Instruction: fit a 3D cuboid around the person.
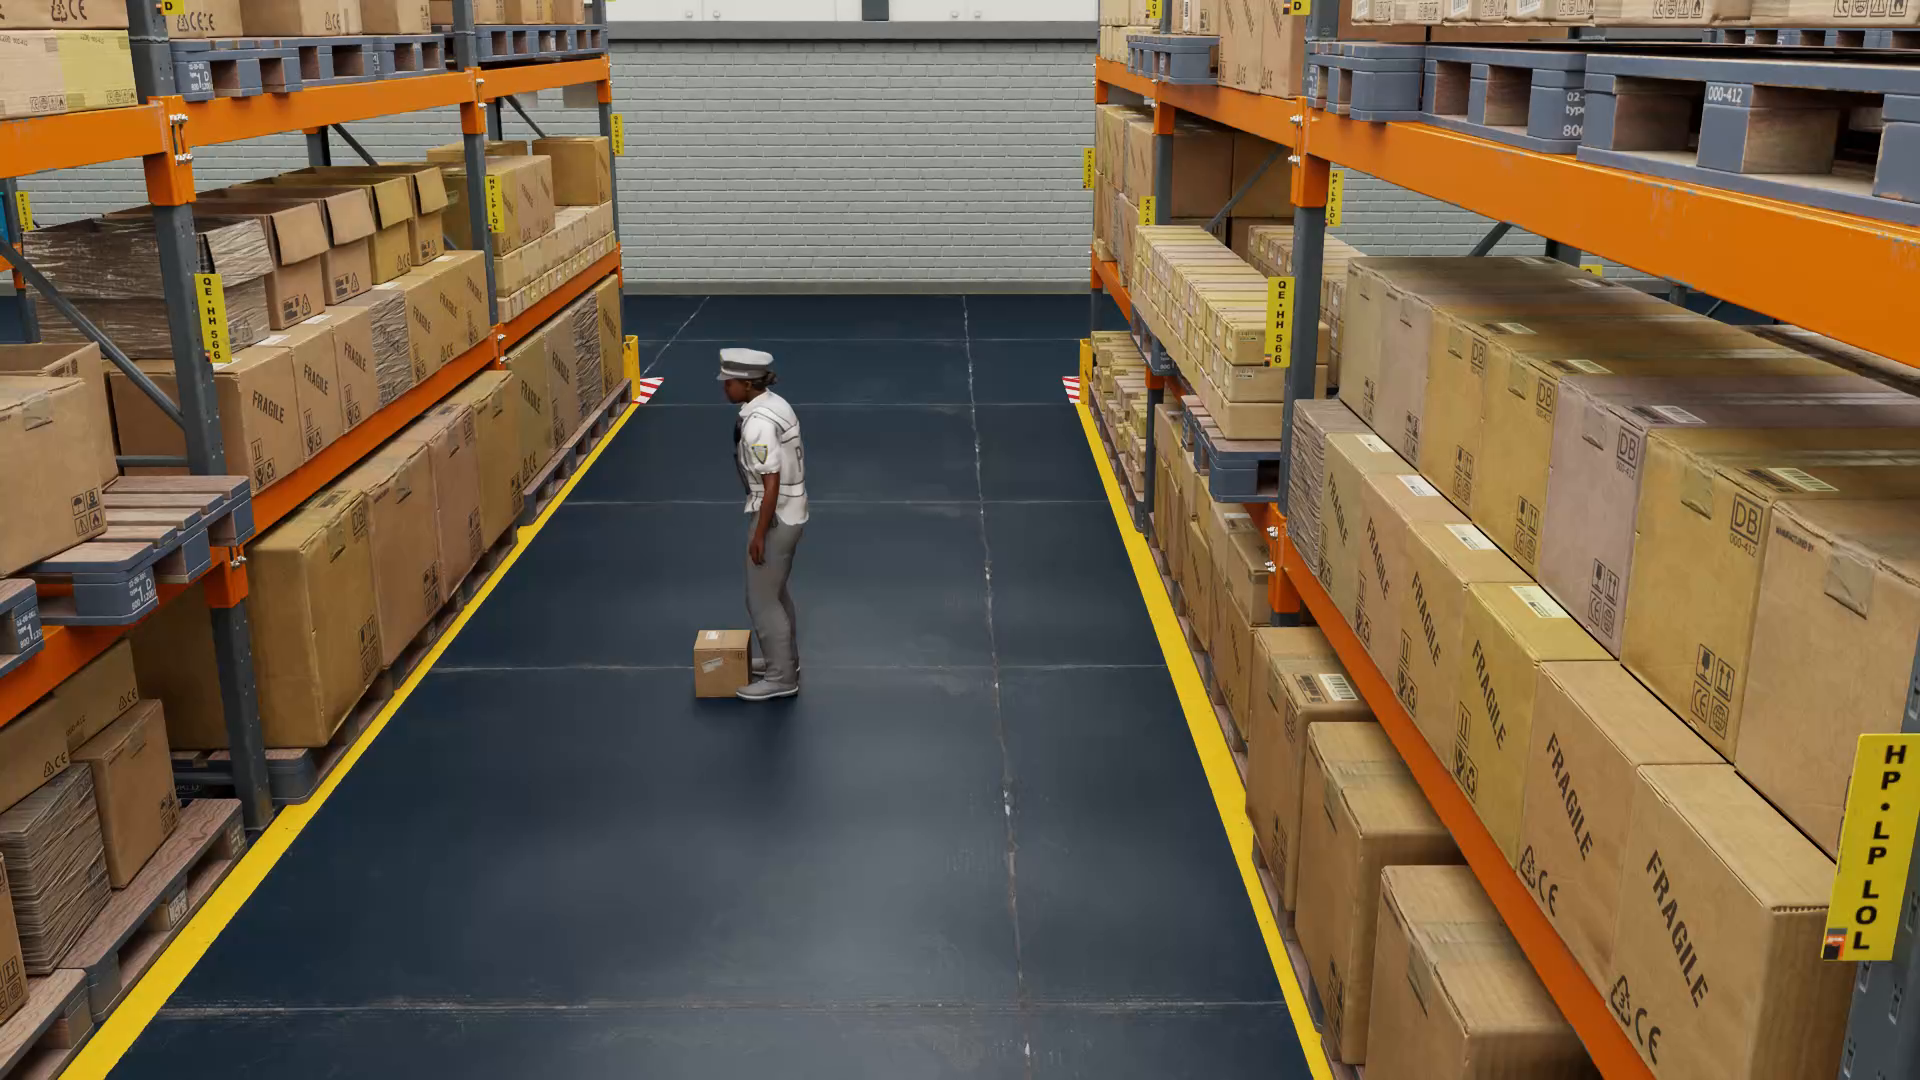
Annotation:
[{"bbox_3d":[-0.908,-0.081,7.812,0.400,1.657,0.516,-1,17,-2],"label":"person"}]
